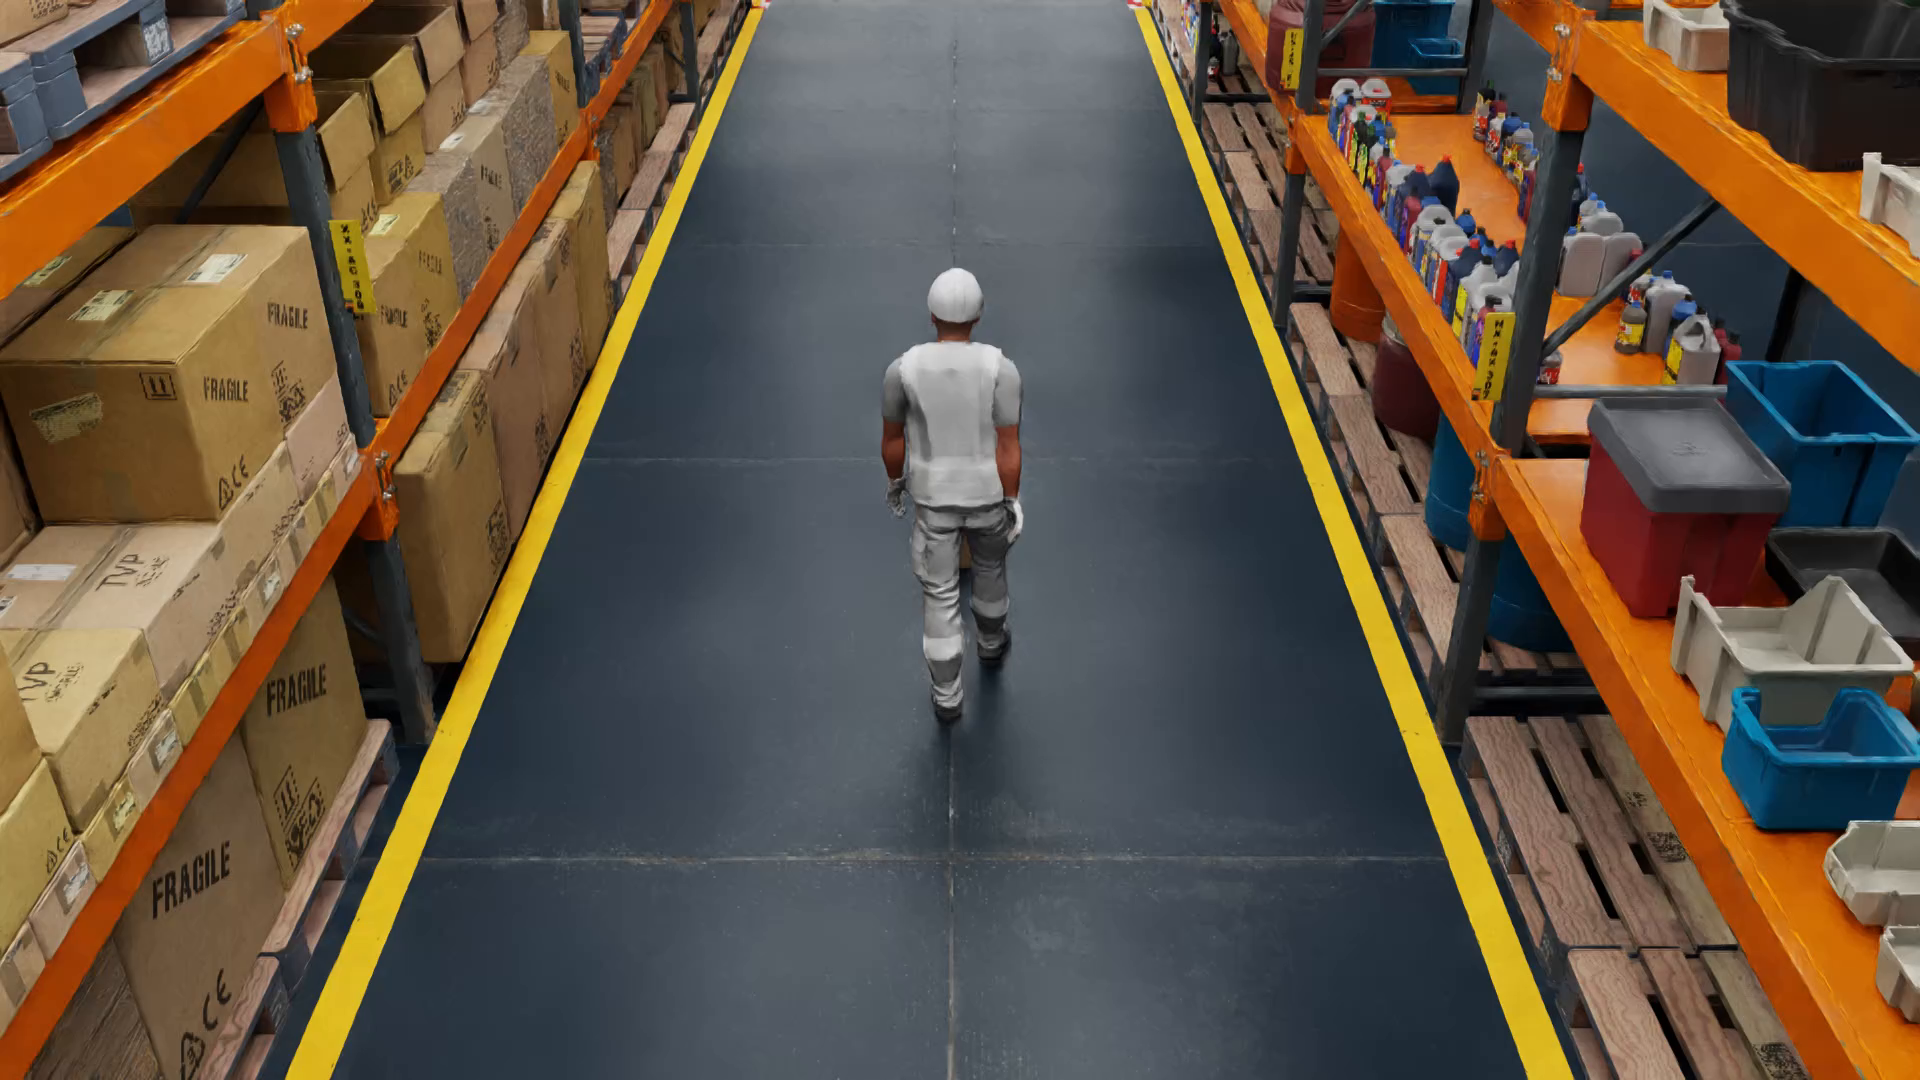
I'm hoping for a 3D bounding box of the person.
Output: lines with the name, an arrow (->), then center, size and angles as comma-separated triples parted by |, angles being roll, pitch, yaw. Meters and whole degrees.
person -> -0.033, -0.216, 6.446 | 0.535, 1.777, 0.700 | -1, 31, -1
